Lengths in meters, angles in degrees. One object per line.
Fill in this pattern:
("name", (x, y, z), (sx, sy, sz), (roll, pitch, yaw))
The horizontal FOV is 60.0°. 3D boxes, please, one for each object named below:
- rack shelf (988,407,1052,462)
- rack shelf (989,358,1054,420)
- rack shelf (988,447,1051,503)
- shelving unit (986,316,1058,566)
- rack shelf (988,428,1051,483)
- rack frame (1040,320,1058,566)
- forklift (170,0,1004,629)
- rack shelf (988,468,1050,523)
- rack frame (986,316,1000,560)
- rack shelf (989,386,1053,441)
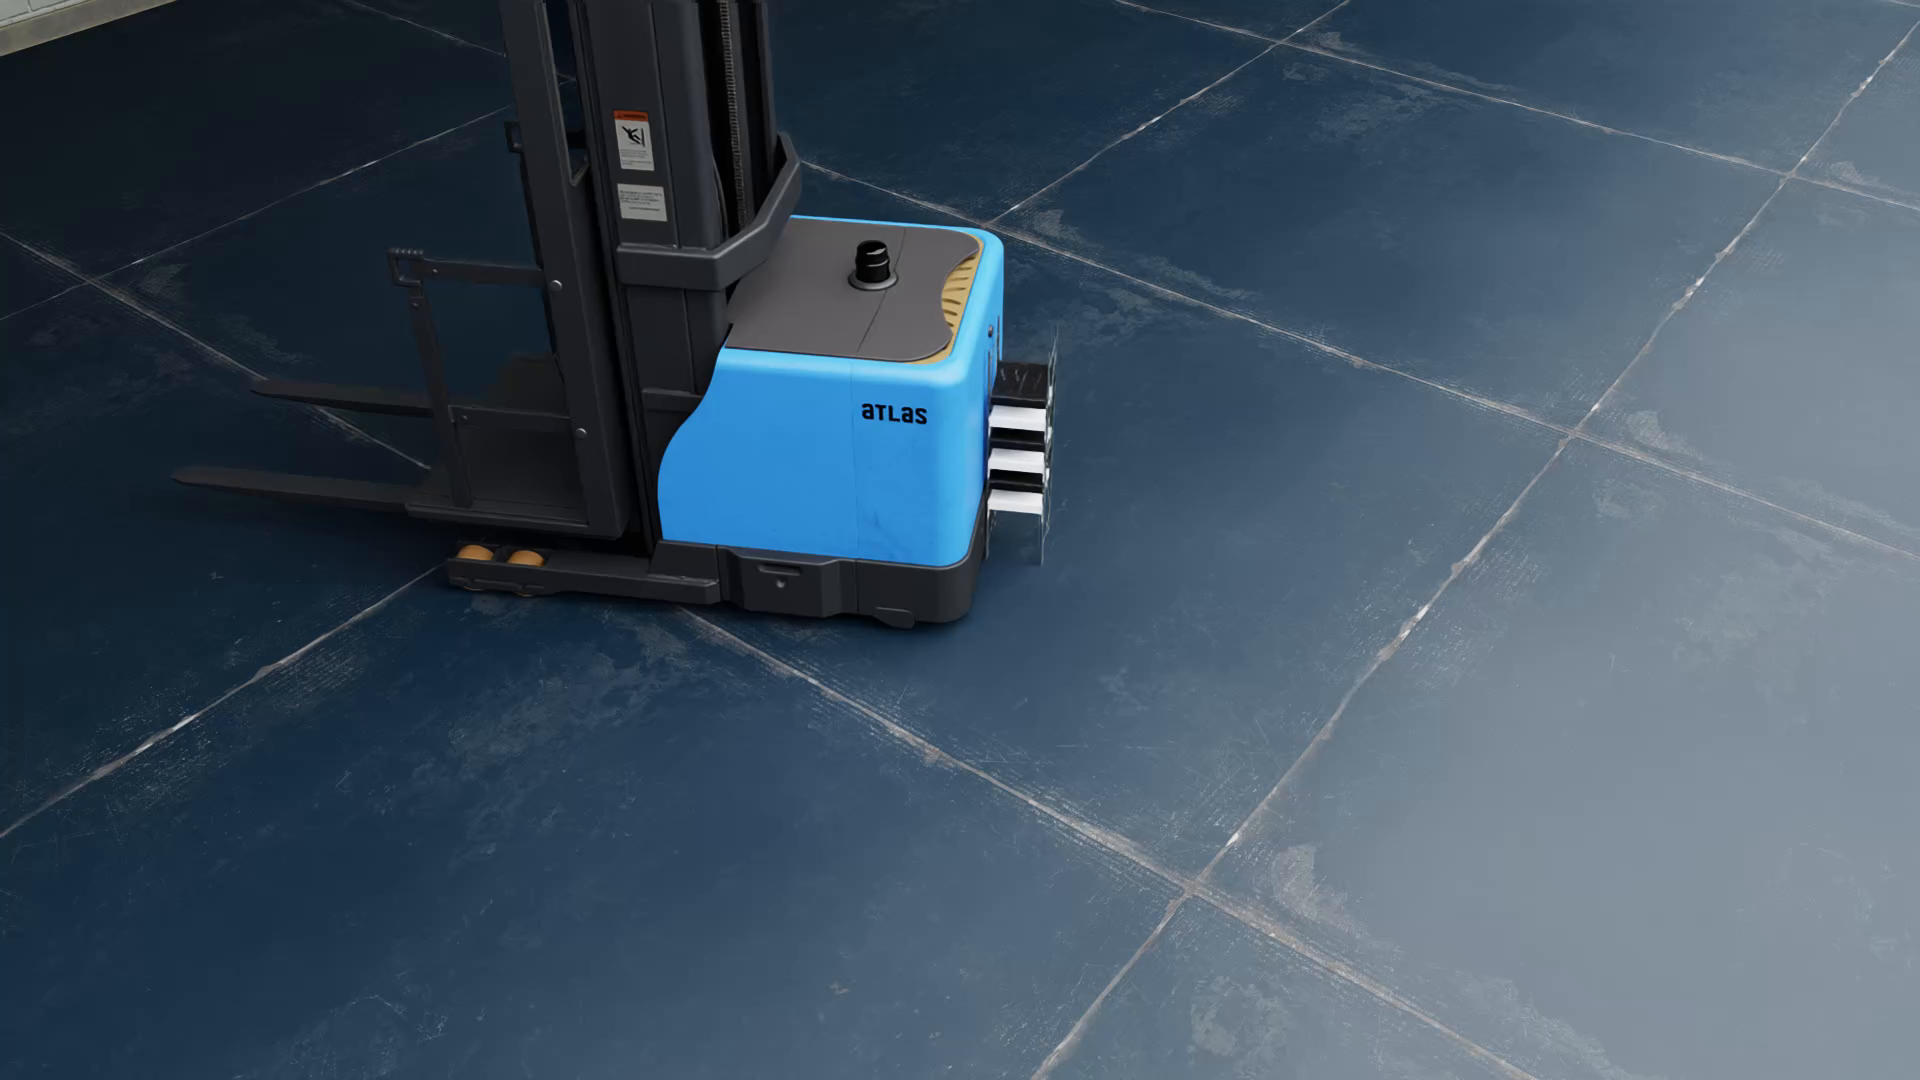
("rack shelf", (0.218, -0.388, 5.923), (0.200, 0.077, 0.258), (6, 38, 7))
("rack shelf", (0.218, -0.530, 5.813), (0.200, 0.077, 0.258), (6, 38, 7))
("rack shelf", (0.218, -0.246, 6.034), (0.200, 0.077, 0.258), (6, 38, 7))
("shelving unit", (0.218, -0.343, 5.958), (0.210, 0.900, 0.258), (6, 38, 7))
("rack shelf", (0.218, -0.317, 5.979), (0.200, 0.077, 0.258), (6, 38, 7))
("rack frame", (0.318, -0.333, 5.946), (0.006, 0.900, 0.240), (6, 38, 7))
("forklift", (-1.394, -1.266, 5.489), (3.031, 2.935, 1.130), (6, 38, 7))
("rack shelf", (0.218, -0.175, 6.090), (0.200, 0.077, 0.258), (6, 38, 7))
("rack frame", (0.117, -0.353, 5.971), (0.006, 0.900, 0.240), (6, 38, 7))
("rack shelf", (0.218, -0.459, 5.868), (0.200, 0.077, 0.258), (6, 38, 7))
